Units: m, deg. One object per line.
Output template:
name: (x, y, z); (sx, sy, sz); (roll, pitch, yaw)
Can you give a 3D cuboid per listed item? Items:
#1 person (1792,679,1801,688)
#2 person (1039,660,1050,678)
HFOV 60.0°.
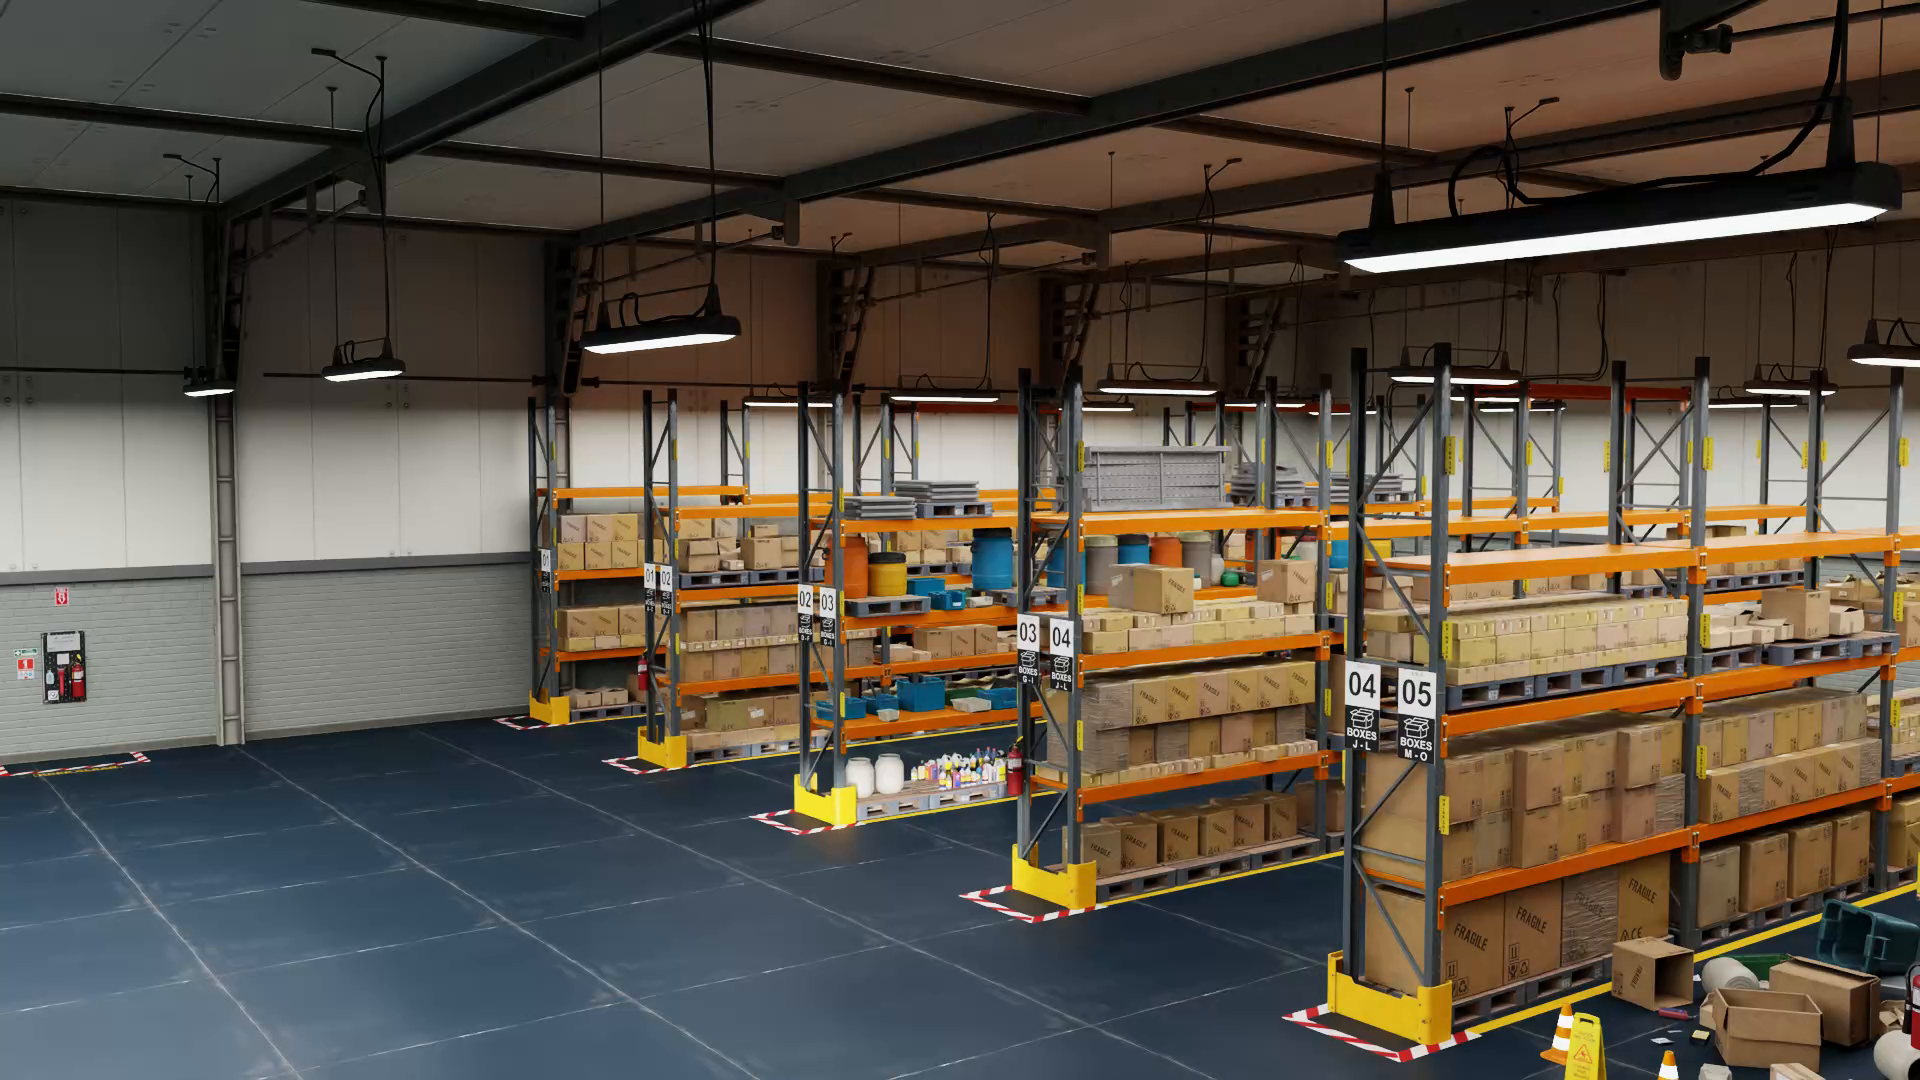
person: (12.731, 2.827, 25.229); (1.045, 1.674, 0.476); (-3, 4, -37)
person: (2.128, 2.070, 35.149); (1.083, 1.727, 0.500); (-3, 4, -40)
